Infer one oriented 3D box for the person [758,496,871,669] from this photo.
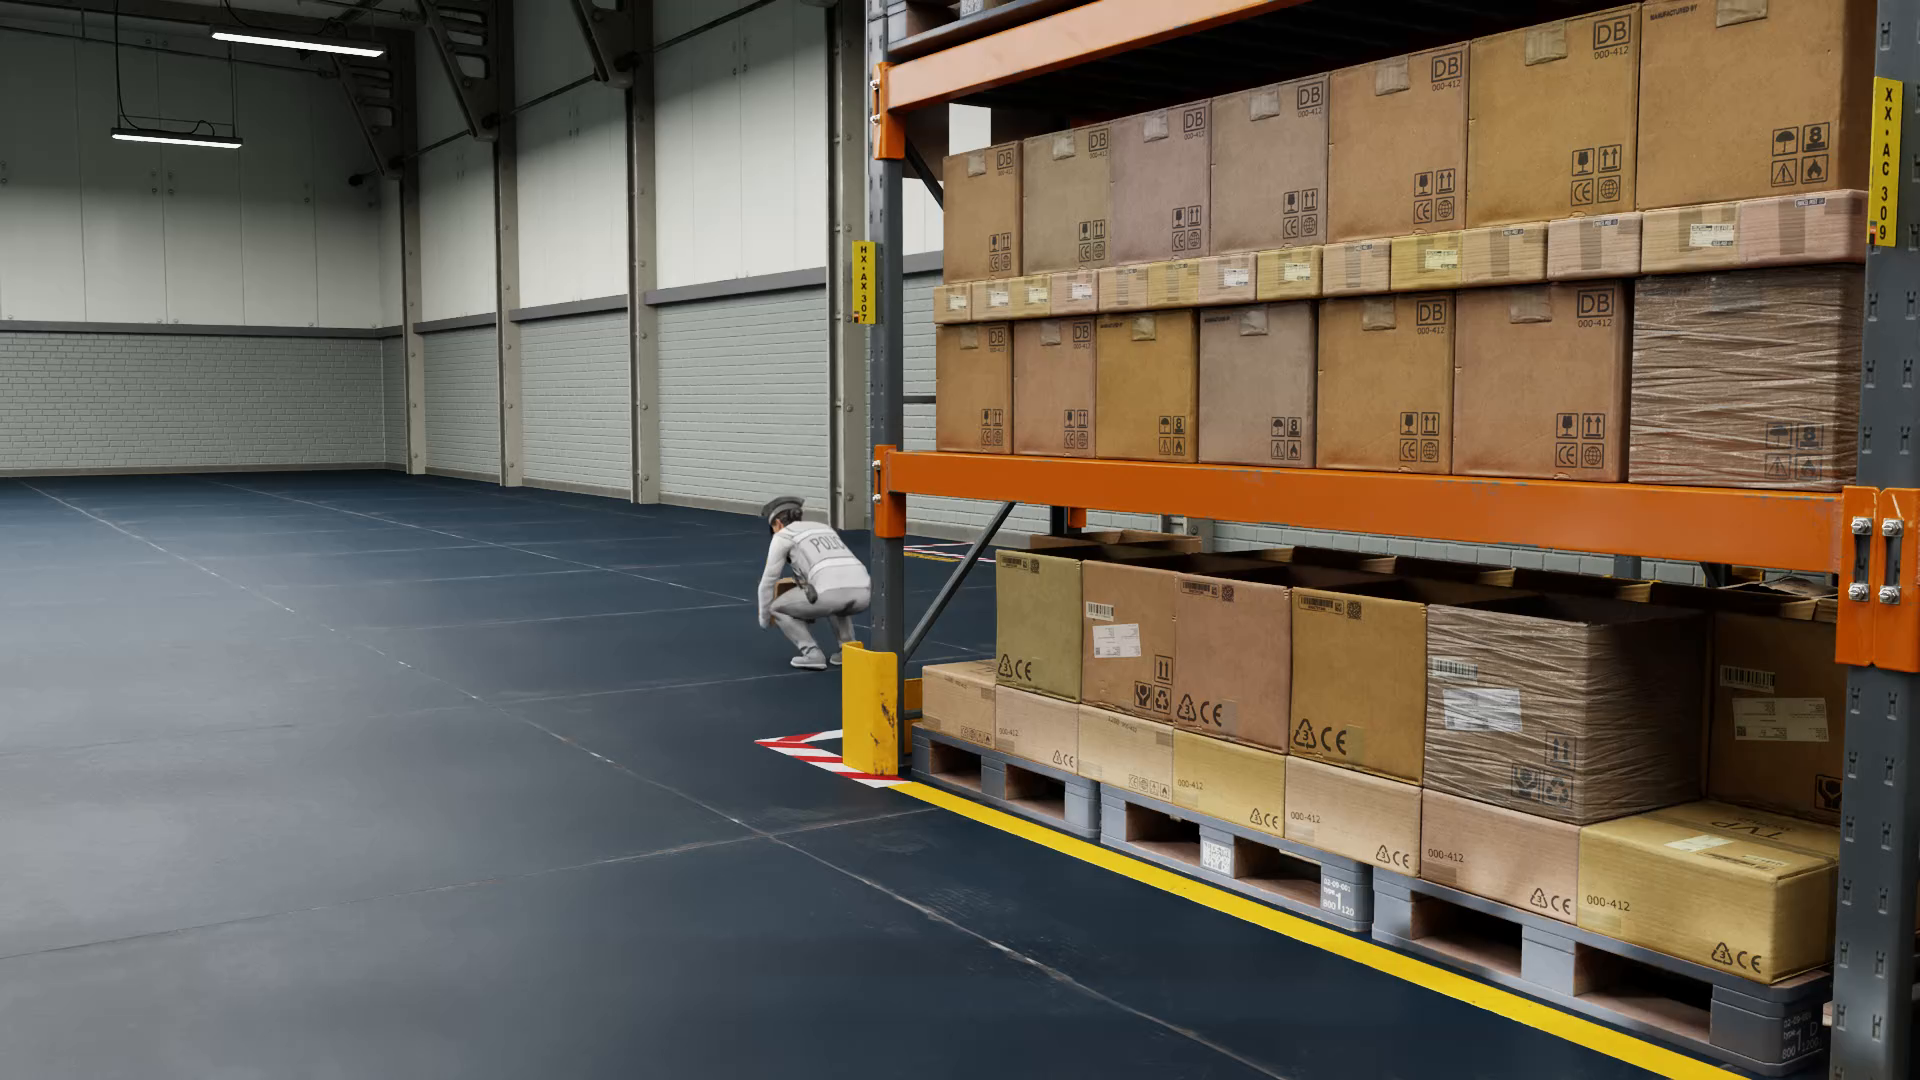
[{"bbox_3d":[-0.840,0.238,9.501,0.496,0.964,0.822,-3,6,-34],"label":"person"}]
